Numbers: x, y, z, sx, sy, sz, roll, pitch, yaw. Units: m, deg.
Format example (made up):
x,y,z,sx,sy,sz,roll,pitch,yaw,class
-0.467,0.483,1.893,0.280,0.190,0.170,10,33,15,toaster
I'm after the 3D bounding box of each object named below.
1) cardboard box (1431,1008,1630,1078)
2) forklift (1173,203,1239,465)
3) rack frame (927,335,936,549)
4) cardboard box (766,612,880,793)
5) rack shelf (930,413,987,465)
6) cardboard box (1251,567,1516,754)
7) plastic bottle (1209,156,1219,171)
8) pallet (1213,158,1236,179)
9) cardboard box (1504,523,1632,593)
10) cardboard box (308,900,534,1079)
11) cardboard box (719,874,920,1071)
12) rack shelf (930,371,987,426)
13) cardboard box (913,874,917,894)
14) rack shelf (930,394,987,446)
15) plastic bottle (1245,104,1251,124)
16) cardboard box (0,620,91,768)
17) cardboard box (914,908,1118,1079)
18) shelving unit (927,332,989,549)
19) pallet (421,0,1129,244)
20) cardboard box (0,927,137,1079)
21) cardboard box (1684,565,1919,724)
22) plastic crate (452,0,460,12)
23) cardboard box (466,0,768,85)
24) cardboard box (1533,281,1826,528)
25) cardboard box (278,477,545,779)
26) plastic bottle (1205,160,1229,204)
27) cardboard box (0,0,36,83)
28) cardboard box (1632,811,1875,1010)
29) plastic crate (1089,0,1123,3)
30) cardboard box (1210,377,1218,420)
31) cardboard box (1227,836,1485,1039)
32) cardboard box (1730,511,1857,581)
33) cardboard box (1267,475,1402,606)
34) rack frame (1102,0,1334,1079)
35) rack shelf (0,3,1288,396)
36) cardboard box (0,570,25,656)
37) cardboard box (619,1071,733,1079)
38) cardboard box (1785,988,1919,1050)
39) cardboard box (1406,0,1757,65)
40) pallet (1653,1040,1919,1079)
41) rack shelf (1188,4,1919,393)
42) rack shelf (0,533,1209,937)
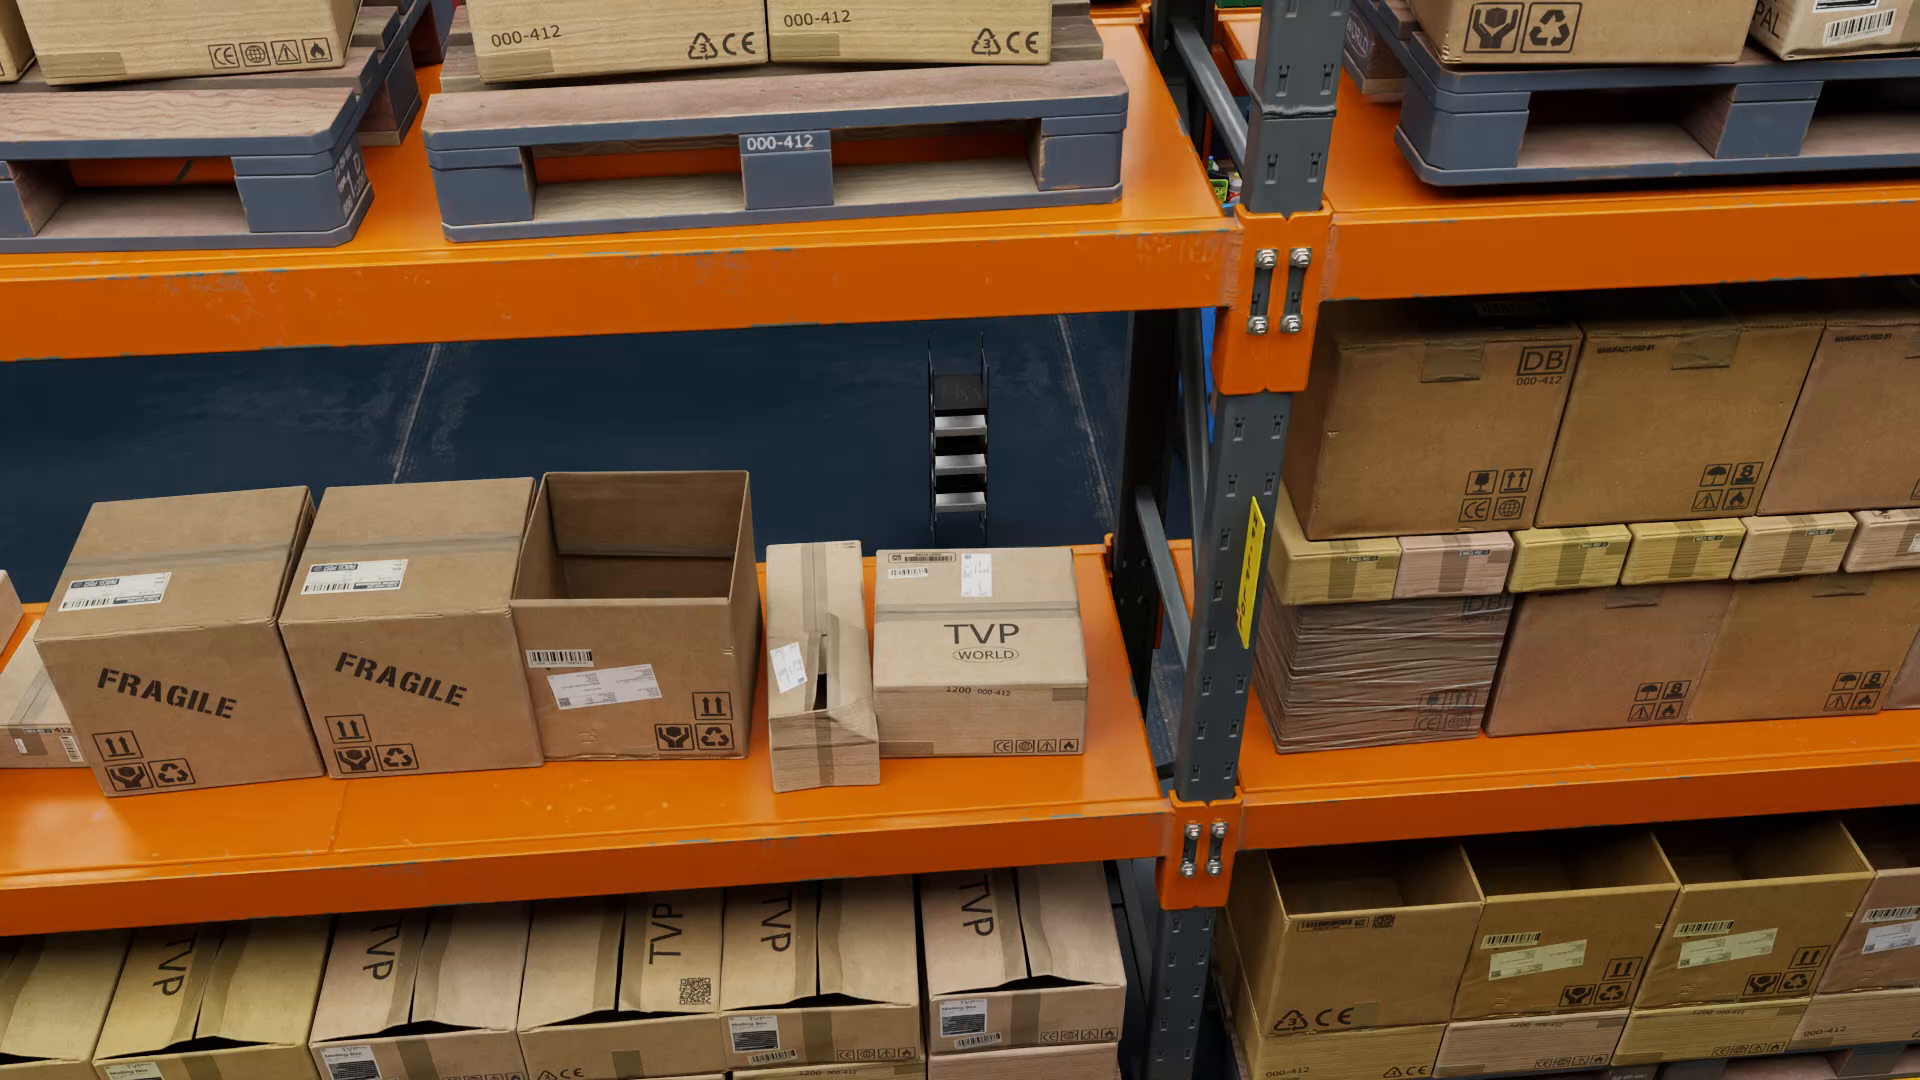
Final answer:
x,y,z,sx,sy,sz,roll,pitch,yaw,class
1.516,1.209,4.677,0.500,0.250,0.500,-3,38,-4,cardboard box
2.457,-1.552,6.350,3.031,2.935,1.130,-7,39,-9,forklift
-0.109,-0.347,6.464,0.006,0.900,0.240,-3,38,-4,rack frame
-0.330,0.372,3.966,0.258,0.266,0.396,-4,38,-5,cardboard box
-0.008,-0.397,6.436,0.200,0.077,0.258,-3,38,-4,rack shelf
0.971,0.090,4.134,0.500,0.500,0.700,-4,38,-5,cardboard box
1.266,-1.830,8.496,0.097,0.271,0.097,0,38,0,plastic bottle
1.985,-1.884,8.968,1.213,0.211,1.003,-3,38,-4,pallet
1.321,-0.061,3.801,0.250,0.149,0.380,-4,38,-5,cardboard box
-1.365,1.134,4.319,0.500,0.311,0.500,-4,38,-5,cardboard box
-0.367,1.083,4.384,0.500,0.311,0.500,-2,38,-3,cardboard box
-0.008,-0.539,6.324,0.200,0.077,0.258,-3,38,-4,rack shelf
0.095,0.721,4.843,0.500,0.311,0.500,-3,38,-4,cardboard box
-0.008,-0.468,6.380,0.200,0.077,0.258,-3,38,-4,rack shelf
1.602,-2.278,9.062,0.097,0.271,0.097,0,38,0,plastic bottle
-2.190,0.371,4.061,0.250,0.149,0.380,0,38,-1,cardboard box
0.142,1.273,4.595,0.500,0.250,0.500,-3,38,-4,cardboard box
-0.008,-0.353,6.471,0.210,0.900,0.258,-3,38,-4,shelving unit
-0.348,-0.889,3.188,1.217,0.209,0.805,-5,39,-6,pallet
-2.385,1.190,4.249,0.500,0.311,0.500,-4,38,-5,cardboard box
1.995,0.032,4.207,0.500,0.500,0.700,-3,38,-3,cardboard box
-2.254,-2.605,7.578,0.583,0.464,0.402,-3,38,-4,plastic crate
-0.632,-1.067,3.041,0.500,0.250,0.500,-7,39,-8,cardboard box
1.474,-0.448,3.768,0.500,0.500,0.700,-3,38,-4,cardboard box
-1.261,0.206,3.986,0.500,0.500,0.500,-3,38,-4,cardboard box
1.291,-1.787,8.431,0.133,0.283,0.061,-2,38,-2,plastic bottle
-1.917,-1.031,2.995,0.500,0.250,0.500,-4,38,-5,cardboard box
2.015,0.890,4.475,0.500,0.500,0.500,-3,38,-4,cardboard box
0.627,-2.825,7.959,0.504,0.338,0.767,-3,38,-4,plastic crate
0.781,-0.284,4.084,0.250,0.149,0.380,-3,38,-4,cardboard box
1.019,0.945,4.406,0.500,0.500,0.500,-3,38,-4,cardboard box
1.831,-0.089,3.836,0.250,0.149,0.380,-4,38,-5,cardboard box
0.814,-0.032,3.764,0.250,0.149,0.380,-3,38,-4,cardboard box
0.529,0.157,4.129,0.127,3.000,1.000,-3,38,-4,rack frame
-1.463,-0.628,3.284,4.000,0.370,1.077,-3,38,-4,rack shelf
-2.584,0.256,4.207,0.250,0.149,0.380,-3,38,-4,cardboard box
-0.872,1.328,4.525,0.500,0.250,0.500,-2,38,-3,cardboard box
2.512,1.154,4.747,0.500,0.250,0.500,-3,38,-4,cardboard box
1.054,-1.144,2.824,0.500,0.500,0.500,0,38,0,cardboard box
2.543,1.165,5.103,1.213,0.211,1.003,-3,38,-4,pallet
2.521,-0.848,3.562,4.000,0.370,1.077,-3,38,-4,rack shelf
-1.463,0.549,4.213,4.000,0.370,1.077,-3,38,-4,rack shelf
